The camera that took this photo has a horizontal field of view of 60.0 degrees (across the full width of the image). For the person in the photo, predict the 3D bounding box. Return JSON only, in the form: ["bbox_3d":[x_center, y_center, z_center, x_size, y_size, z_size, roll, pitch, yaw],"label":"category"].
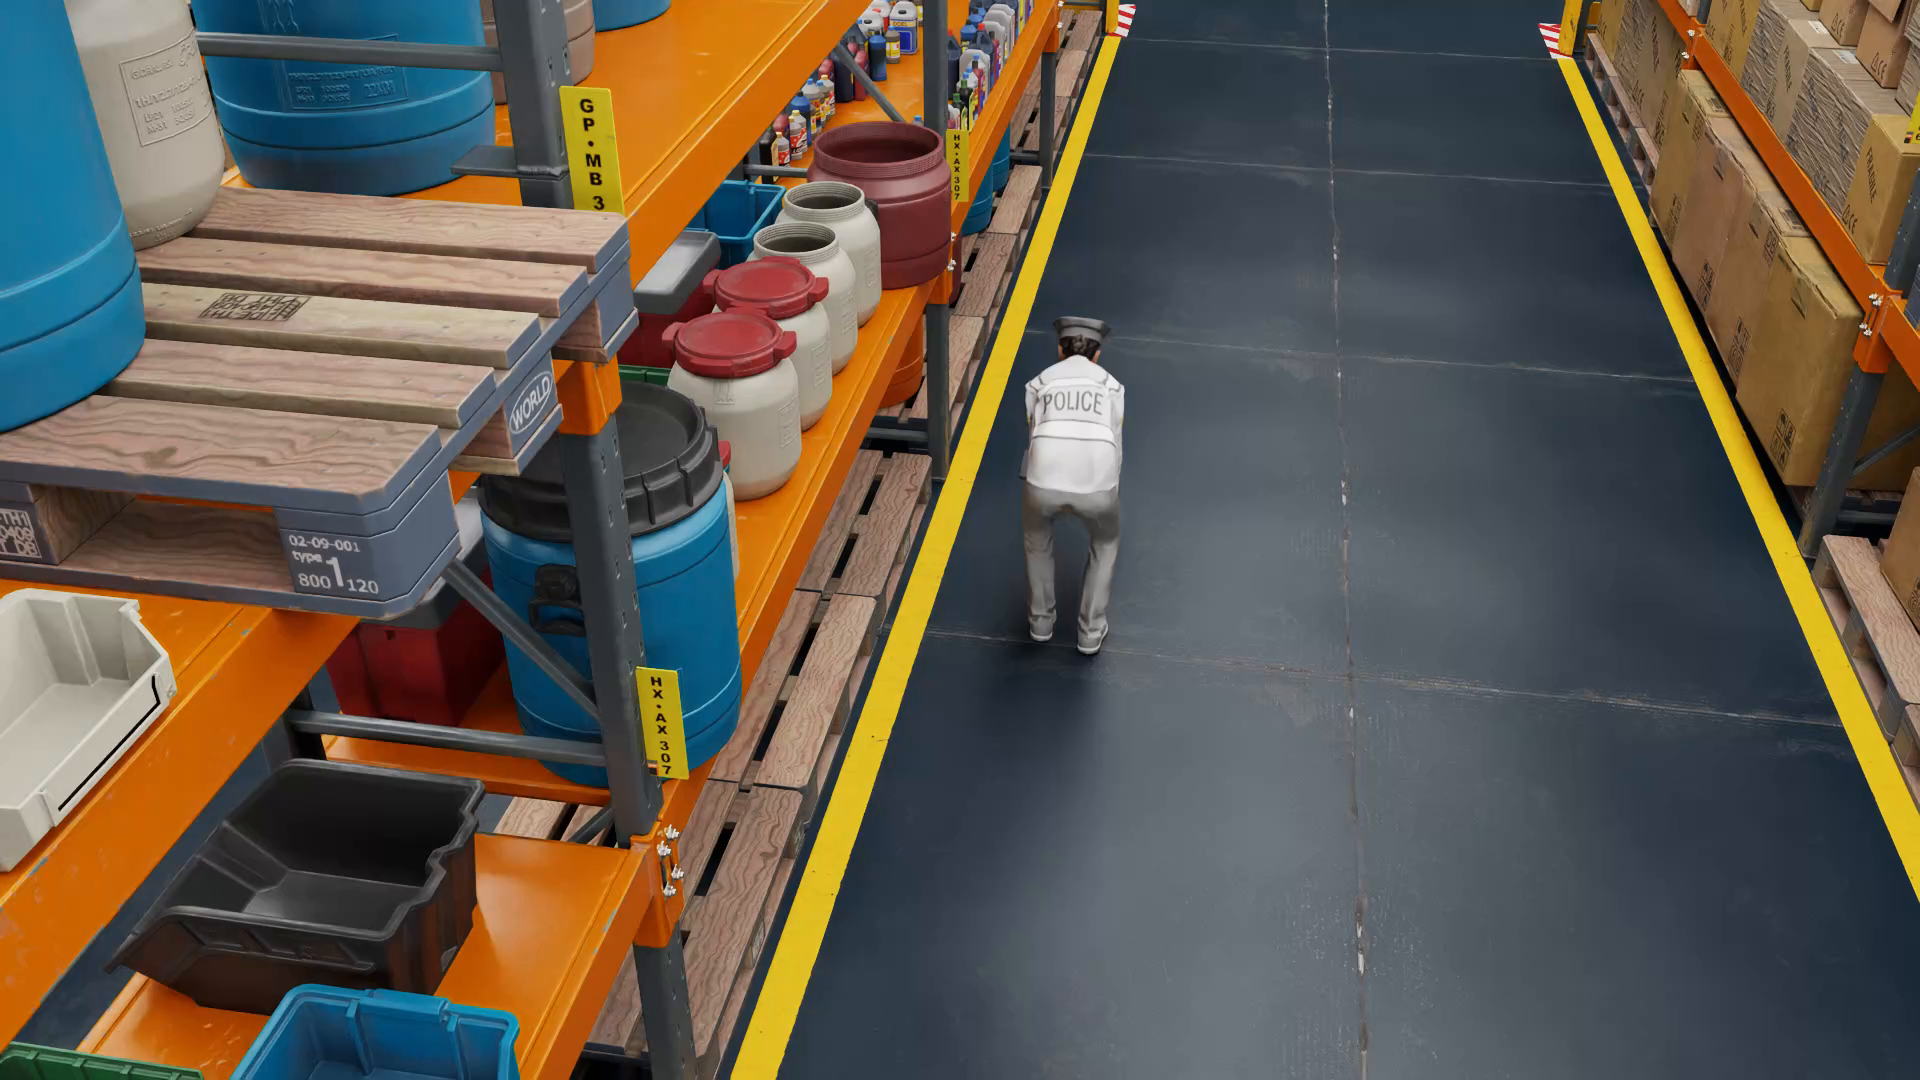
[{"bbox_3d":[0.469,-0.237,6.881,0.418,1.266,0.881,4,33,6],"label":"person"}]
